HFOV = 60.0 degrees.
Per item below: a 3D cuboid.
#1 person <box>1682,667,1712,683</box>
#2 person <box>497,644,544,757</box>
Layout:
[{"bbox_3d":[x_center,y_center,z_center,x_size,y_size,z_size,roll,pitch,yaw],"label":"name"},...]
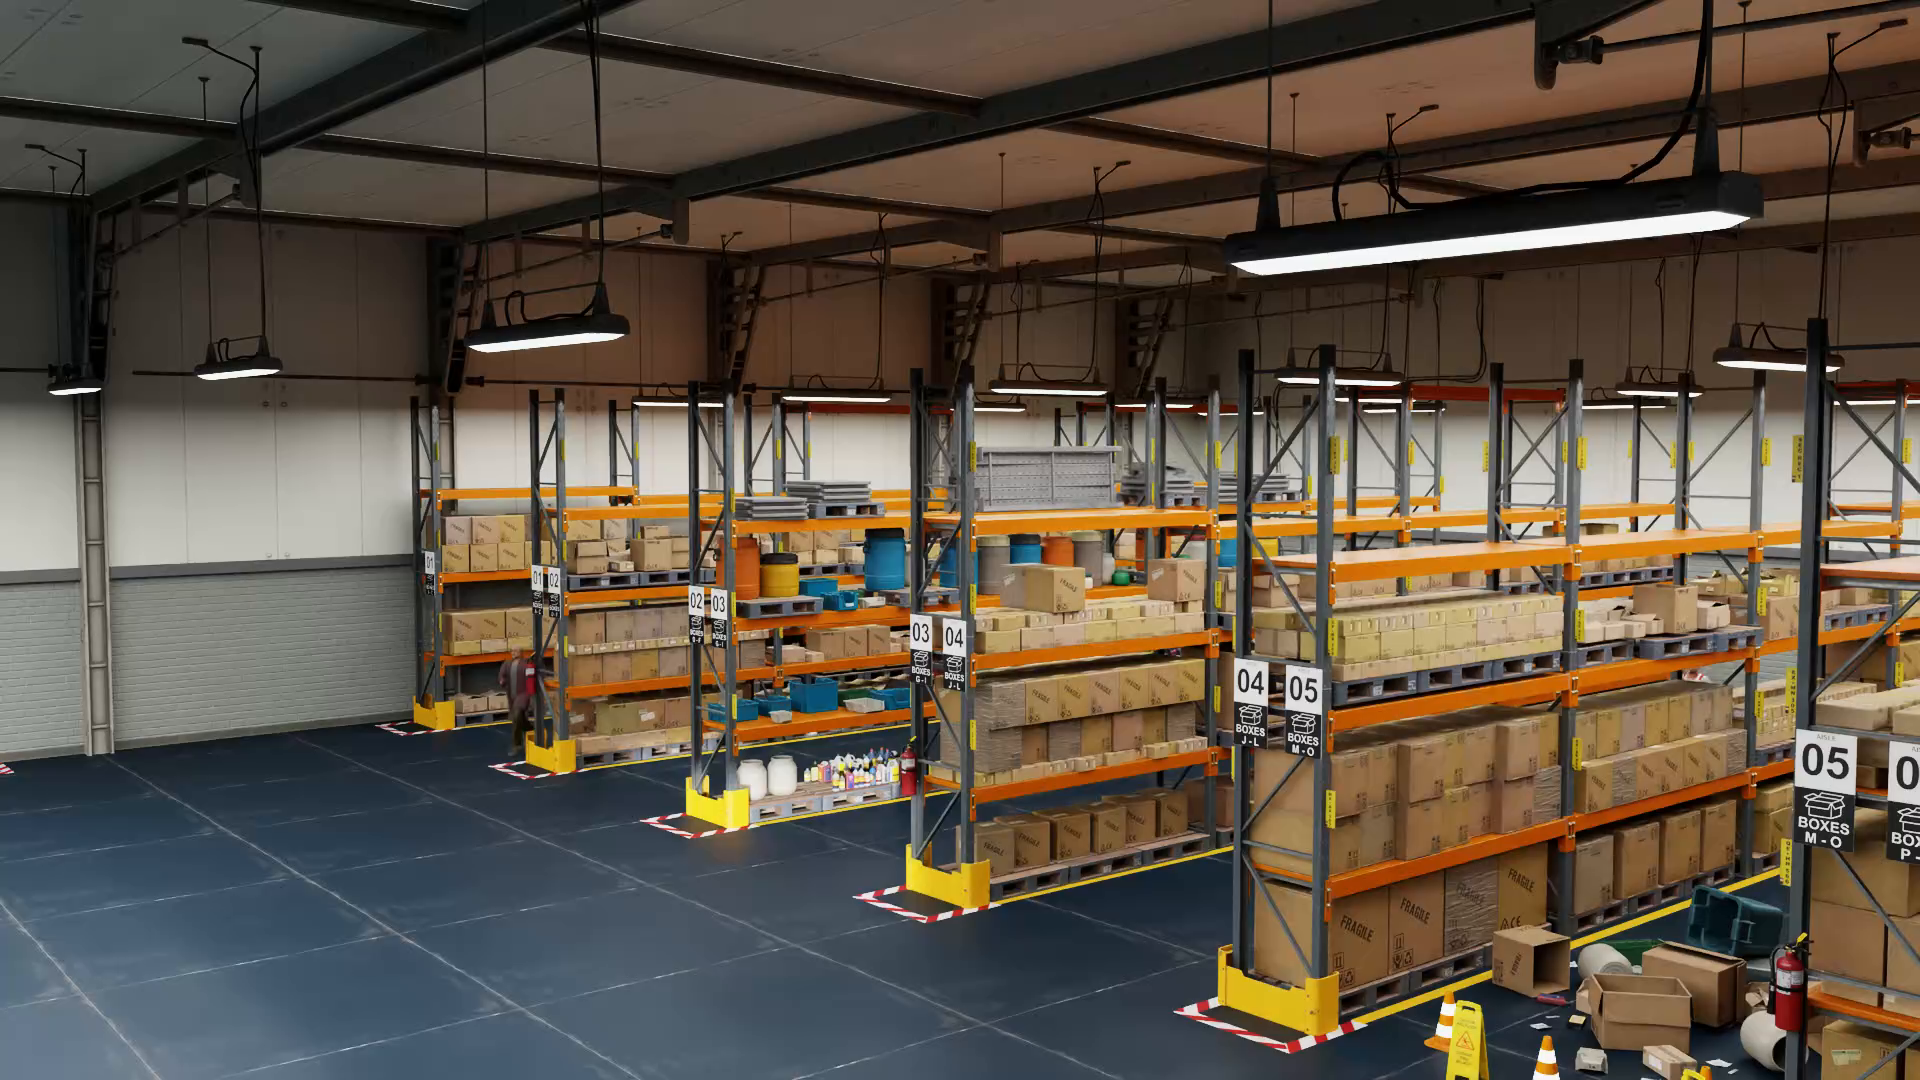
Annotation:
[{"bbox_3d":[11.502,2.701,26.118,0.661,1.769,1.003,3,5,42],"label":"person"},{"bbox_3d":[-7.335,2.641,27.701,0.678,1.844,0.931,1,4,22],"label":"person"}]
